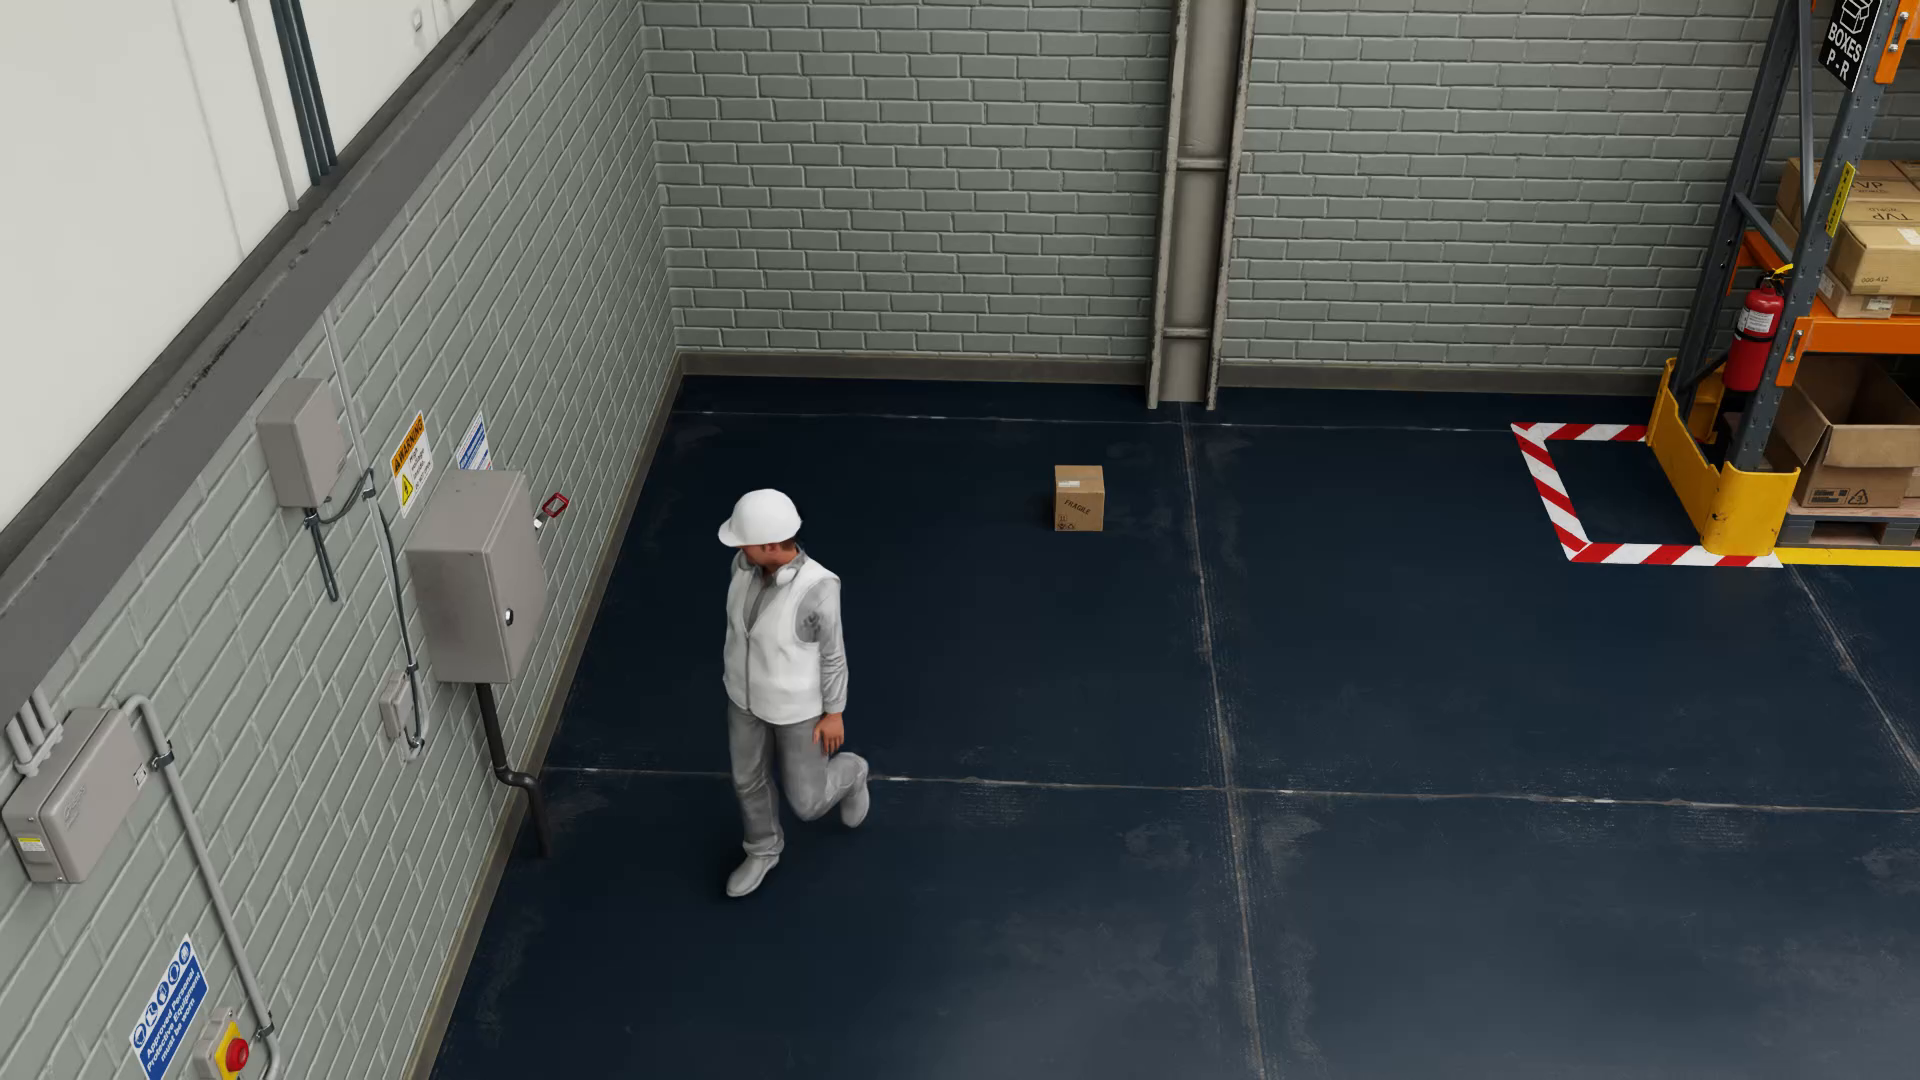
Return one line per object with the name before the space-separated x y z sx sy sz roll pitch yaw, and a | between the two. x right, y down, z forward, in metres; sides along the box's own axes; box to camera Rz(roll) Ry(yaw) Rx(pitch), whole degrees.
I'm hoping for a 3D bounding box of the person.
person | -0.658 0.566 6.282 0.550 1.759 0.698 22 41 28
